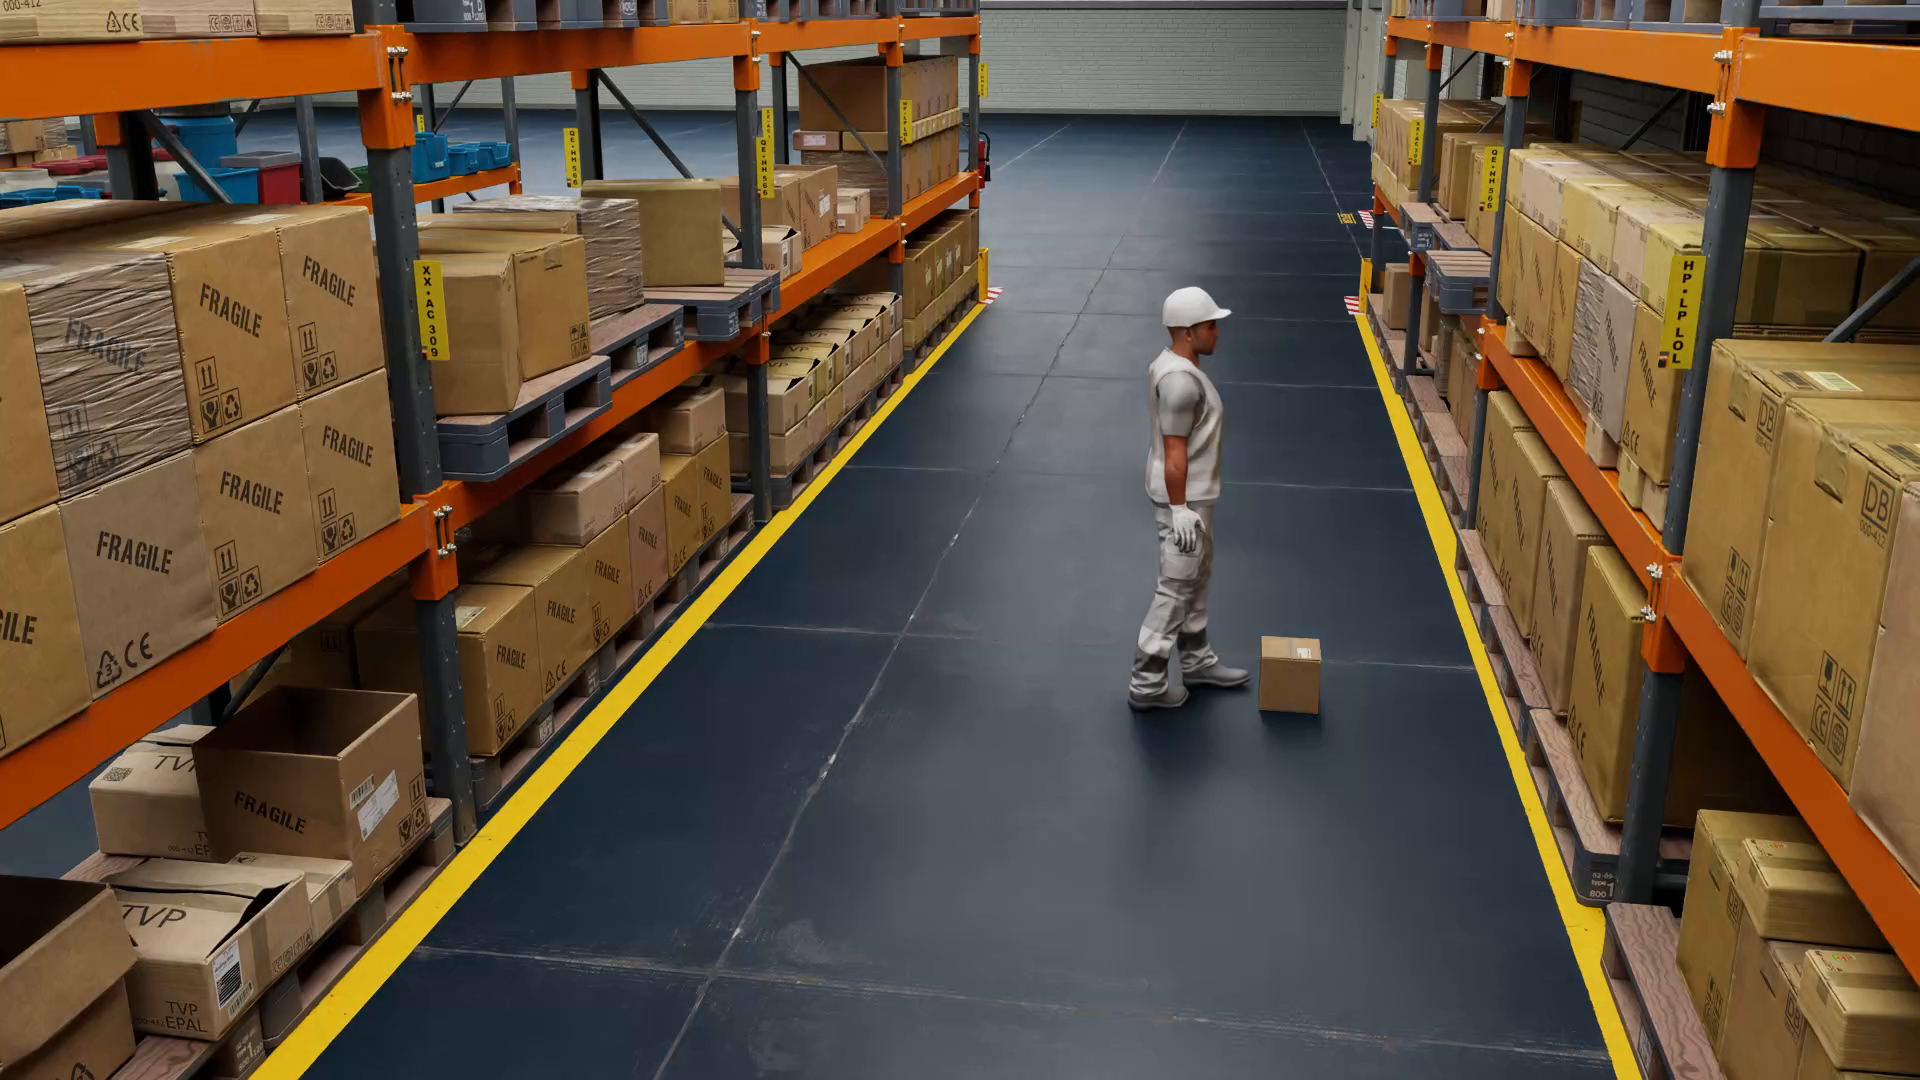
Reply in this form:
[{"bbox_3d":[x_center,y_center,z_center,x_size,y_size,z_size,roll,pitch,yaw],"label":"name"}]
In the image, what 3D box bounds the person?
[{"bbox_3d":[1.009,-0.176,7.059,0.552,1.795,0.574,1,18,3],"label":"person"}]
